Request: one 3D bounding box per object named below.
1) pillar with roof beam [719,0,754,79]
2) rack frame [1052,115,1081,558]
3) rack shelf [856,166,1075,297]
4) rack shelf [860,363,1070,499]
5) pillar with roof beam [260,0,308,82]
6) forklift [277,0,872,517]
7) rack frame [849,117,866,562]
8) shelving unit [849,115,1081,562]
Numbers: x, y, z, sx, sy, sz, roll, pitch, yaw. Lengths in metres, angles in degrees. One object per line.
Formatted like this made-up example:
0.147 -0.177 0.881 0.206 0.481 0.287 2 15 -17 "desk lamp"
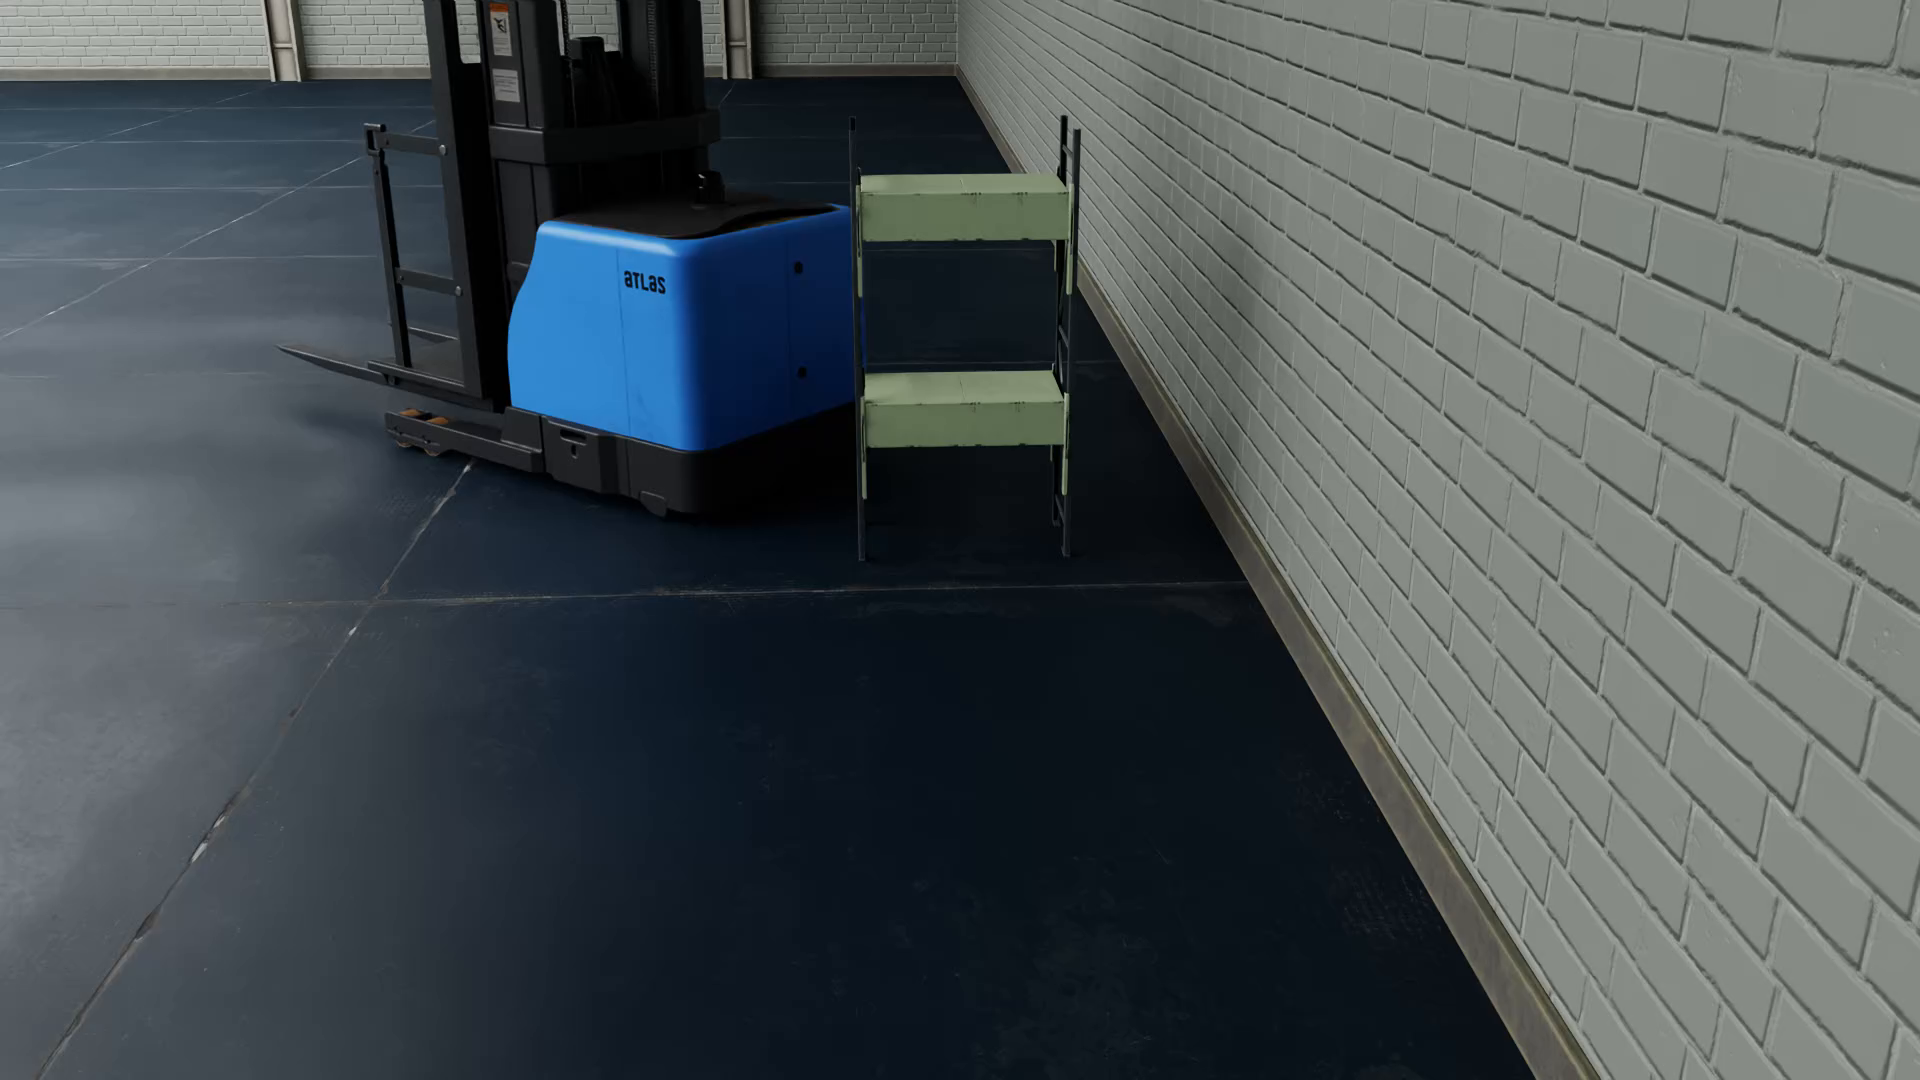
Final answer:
-2.770 -8.978 17.055 0.400 9.000 9.100 -1 21 -3 "pillar with roof beam"
0.372 -0.708 5.874 0.023 1.500 0.400 -1 21 -3 "rack frame"
0.007 -1.066 5.716 0.720 0.370 0.431 -1 21 -3 "rack shelf"
0.007 -0.396 5.970 0.720 0.370 0.431 -1 21 -3 "rack shelf"
-8.760 -8.856 16.735 0.400 9.000 9.100 -1 21 -3 "pillar with roof beam"
-1.847 -1.856 6.877 3.031 2.935 1.130 15 25 34 "forklift"
-0.359 -0.694 5.835 0.023 1.500 0.400 -1 21 -3 "rack frame"
0.007 -0.701 5.854 0.755 1.500 0.431 -1 21 -3 "shelving unit"
